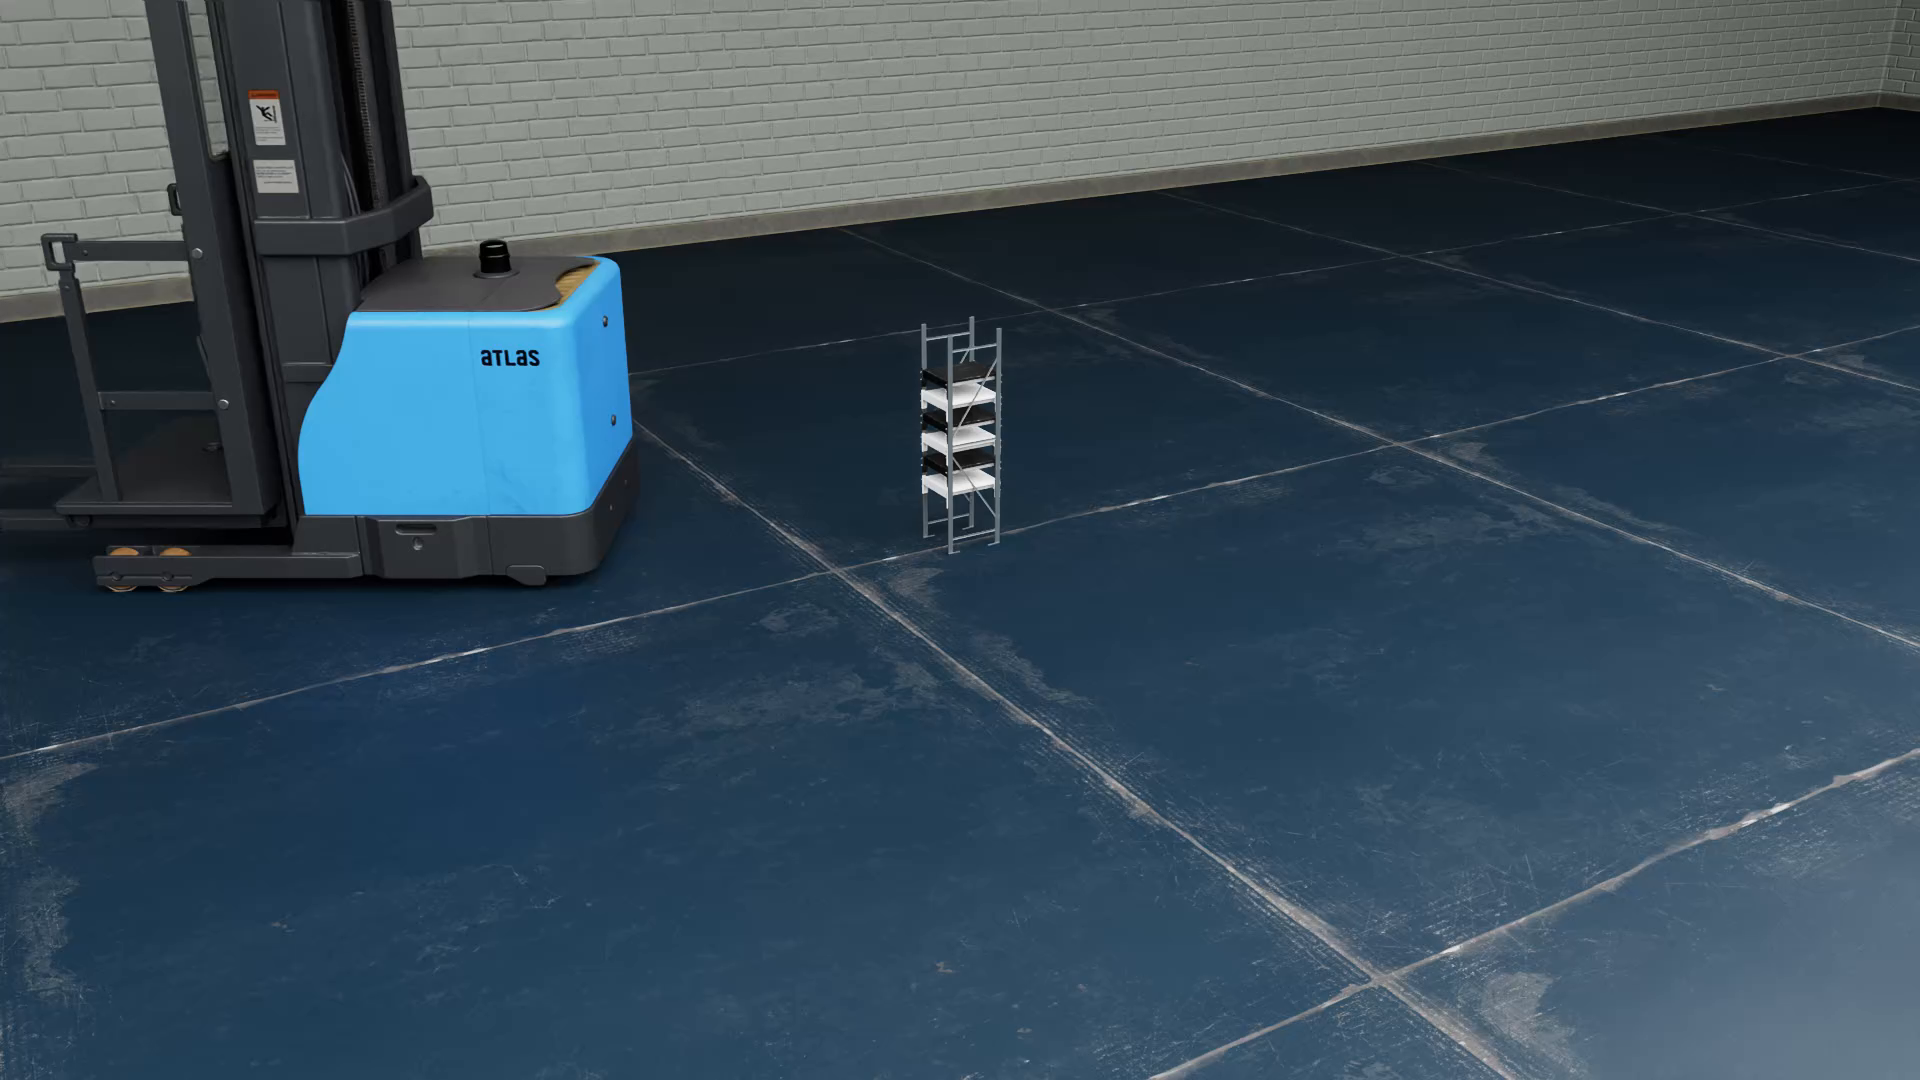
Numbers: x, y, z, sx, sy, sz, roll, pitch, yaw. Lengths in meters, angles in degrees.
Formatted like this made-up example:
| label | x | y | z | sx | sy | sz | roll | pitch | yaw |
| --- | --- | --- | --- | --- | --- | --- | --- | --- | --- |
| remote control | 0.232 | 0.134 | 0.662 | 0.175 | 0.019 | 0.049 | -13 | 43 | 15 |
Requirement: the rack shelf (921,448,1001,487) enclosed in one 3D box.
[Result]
| label | x | y | z | sx | sy | sz | roll | pitch | yaw |
| --- | --- | --- | --- | --- | --- | --- | --- | --- | --- |
| rack shelf | 0.004 | -0.300 | 6.682 | 0.258 | 0.077 | 0.200 | -13 | 25 | -28 |

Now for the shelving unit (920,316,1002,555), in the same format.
| label | x | y | z | sx | sy | sz | roll | pitch | yaw |
| --- | --- | --- | --- | --- | --- | --- | --- | --- | --- |
| shelving unit | 0.004 | -0.414 | 6.636 | 0.258 | 0.900 | 0.210 | -13 | 25 | -28 |

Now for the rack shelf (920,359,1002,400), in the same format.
| label | x | y | z | sx | sy | sz | roll | pitch | yaw |
| --- | --- | --- | --- | --- | --- | --- | --- | --- | --- |
| rack shelf | 0.004 | -0.633 | 6.546 | 0.258 | 0.077 | 0.200 | -13 | 25 | -28 |

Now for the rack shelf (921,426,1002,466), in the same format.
| label | x | y | z | sx | sy | sz | roll | pitch | yaw |
| --- | --- | --- | --- | --- | --- | --- | --- | --- | --- |
| rack shelf | 0.004 | -0.383 | 6.648 | 0.258 | 0.077 | 0.200 | -13 | 25 | -28 |

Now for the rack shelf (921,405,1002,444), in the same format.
| label | x | y | z | sx | sy | sz | roll | pitch | yaw |
| --- | --- | --- | --- | --- | --- | --- | --- | --- | --- |
| rack shelf | 0.004 | -0.467 | 6.614 | 0.258 | 0.077 | 0.200 | -13 | 25 | -28 |

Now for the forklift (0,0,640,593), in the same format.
| label | x | y | z | sx | sy | sz | roll | pitch | yaw |
| --- | --- | --- | --- | --- | --- | --- | --- | --- | --- |
| forklift | -2.897 | -1.357 | 6.258 | 3.031 | 2.935 | 1.130 | 0 | 22 | 0 |

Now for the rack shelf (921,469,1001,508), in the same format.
| label | x | y | z | sx | sy | sz | roll | pitch | yaw |
| --- | --- | --- | --- | --- | --- | --- | --- | --- | --- |
| rack shelf | 0.004 | -0.217 | 6.716 | 0.258 | 0.077 | 0.200 | -13 | 25 | -28 |

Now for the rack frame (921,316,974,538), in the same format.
| label | x | y | z | sx | sy | sz | roll | pitch | yaw |
| --- | --- | --- | --- | --- | --- | --- | --- | --- | --- |
| rack frame | -0.048 | -0.447 | 6.717 | 0.240 | 0.900 | 0.006 | -13 | 25 | -28 |

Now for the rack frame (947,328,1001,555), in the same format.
| label | x | y | z | sx | sy | sz | roll | pitch | yaw |
| --- | --- | --- | --- | --- | --- | --- | --- | --- | --- |
| rack frame | 0.056 | -0.381 | 6.555 | 0.240 | 0.900 | 0.006 | -13 | 25 | -28 |

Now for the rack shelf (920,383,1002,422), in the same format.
| label | x | y | z | sx | sy | sz | roll | pitch | yaw |
| --- | --- | --- | --- | --- | --- | --- | --- | --- | --- |
| rack shelf | 0.004 | -0.550 | 6.580 | 0.258 | 0.077 | 0.200 | -13 | 25 | -28 |
